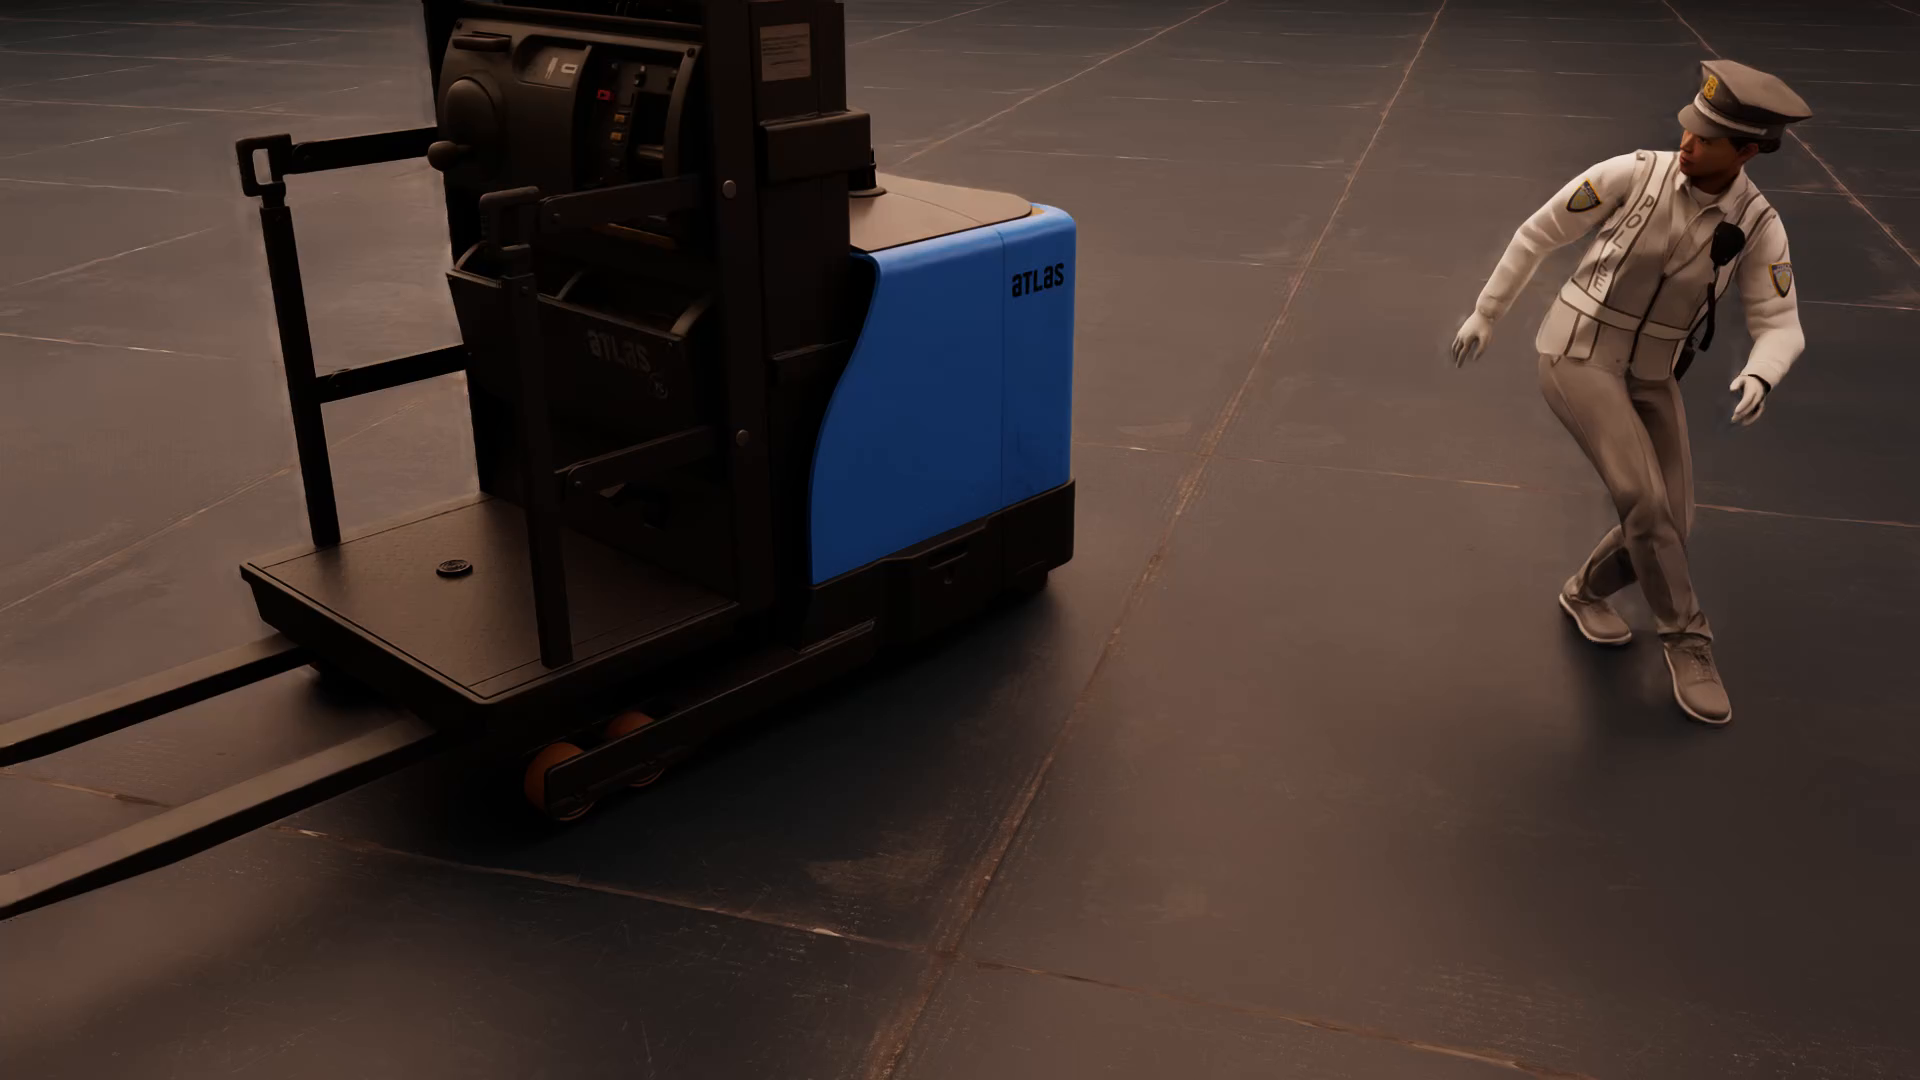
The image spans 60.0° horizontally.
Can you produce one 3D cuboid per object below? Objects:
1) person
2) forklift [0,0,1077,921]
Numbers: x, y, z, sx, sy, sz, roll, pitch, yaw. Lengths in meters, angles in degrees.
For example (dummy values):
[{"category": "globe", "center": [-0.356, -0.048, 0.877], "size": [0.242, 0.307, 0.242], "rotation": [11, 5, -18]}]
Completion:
[{"category": "person", "center": [1.649, -0.376, 4.056], "size": [0.701, 1.526, 0.729], "rotation": [-1, 22, -3]}, {"category": "forklift", "center": [-1.041, -0.961, 3.608], "size": [1.130, 2.935, 3.031], "rotation": [19, 29, 39]}]
